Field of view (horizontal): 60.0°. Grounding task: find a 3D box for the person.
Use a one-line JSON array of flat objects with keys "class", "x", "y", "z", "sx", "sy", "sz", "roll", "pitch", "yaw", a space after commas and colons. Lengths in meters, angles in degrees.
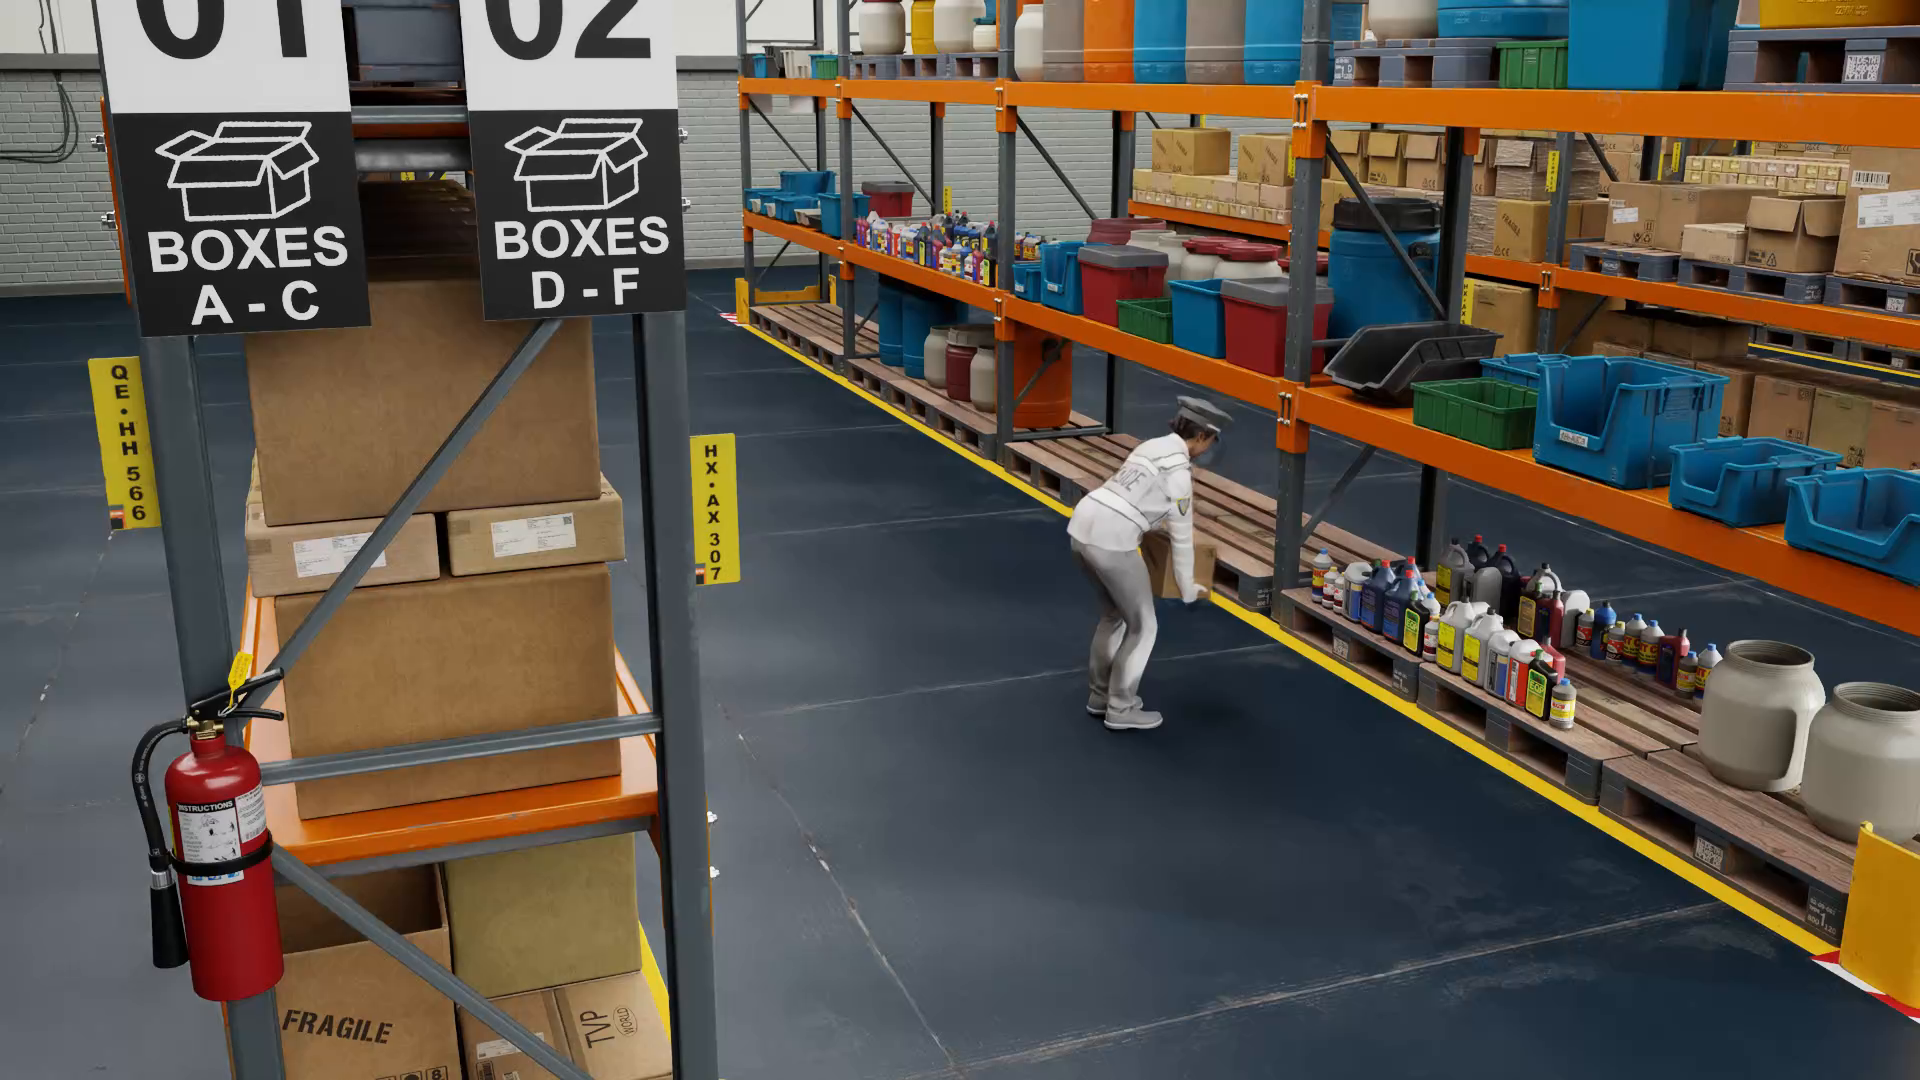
[{"class": "person", "x": 0.853, "y": 0.100, "z": 7.519, "sx": 0.757, "sy": 1.484, "sz": 0.405, "roll": -6, "pitch": 17, "yaw": -21}]
